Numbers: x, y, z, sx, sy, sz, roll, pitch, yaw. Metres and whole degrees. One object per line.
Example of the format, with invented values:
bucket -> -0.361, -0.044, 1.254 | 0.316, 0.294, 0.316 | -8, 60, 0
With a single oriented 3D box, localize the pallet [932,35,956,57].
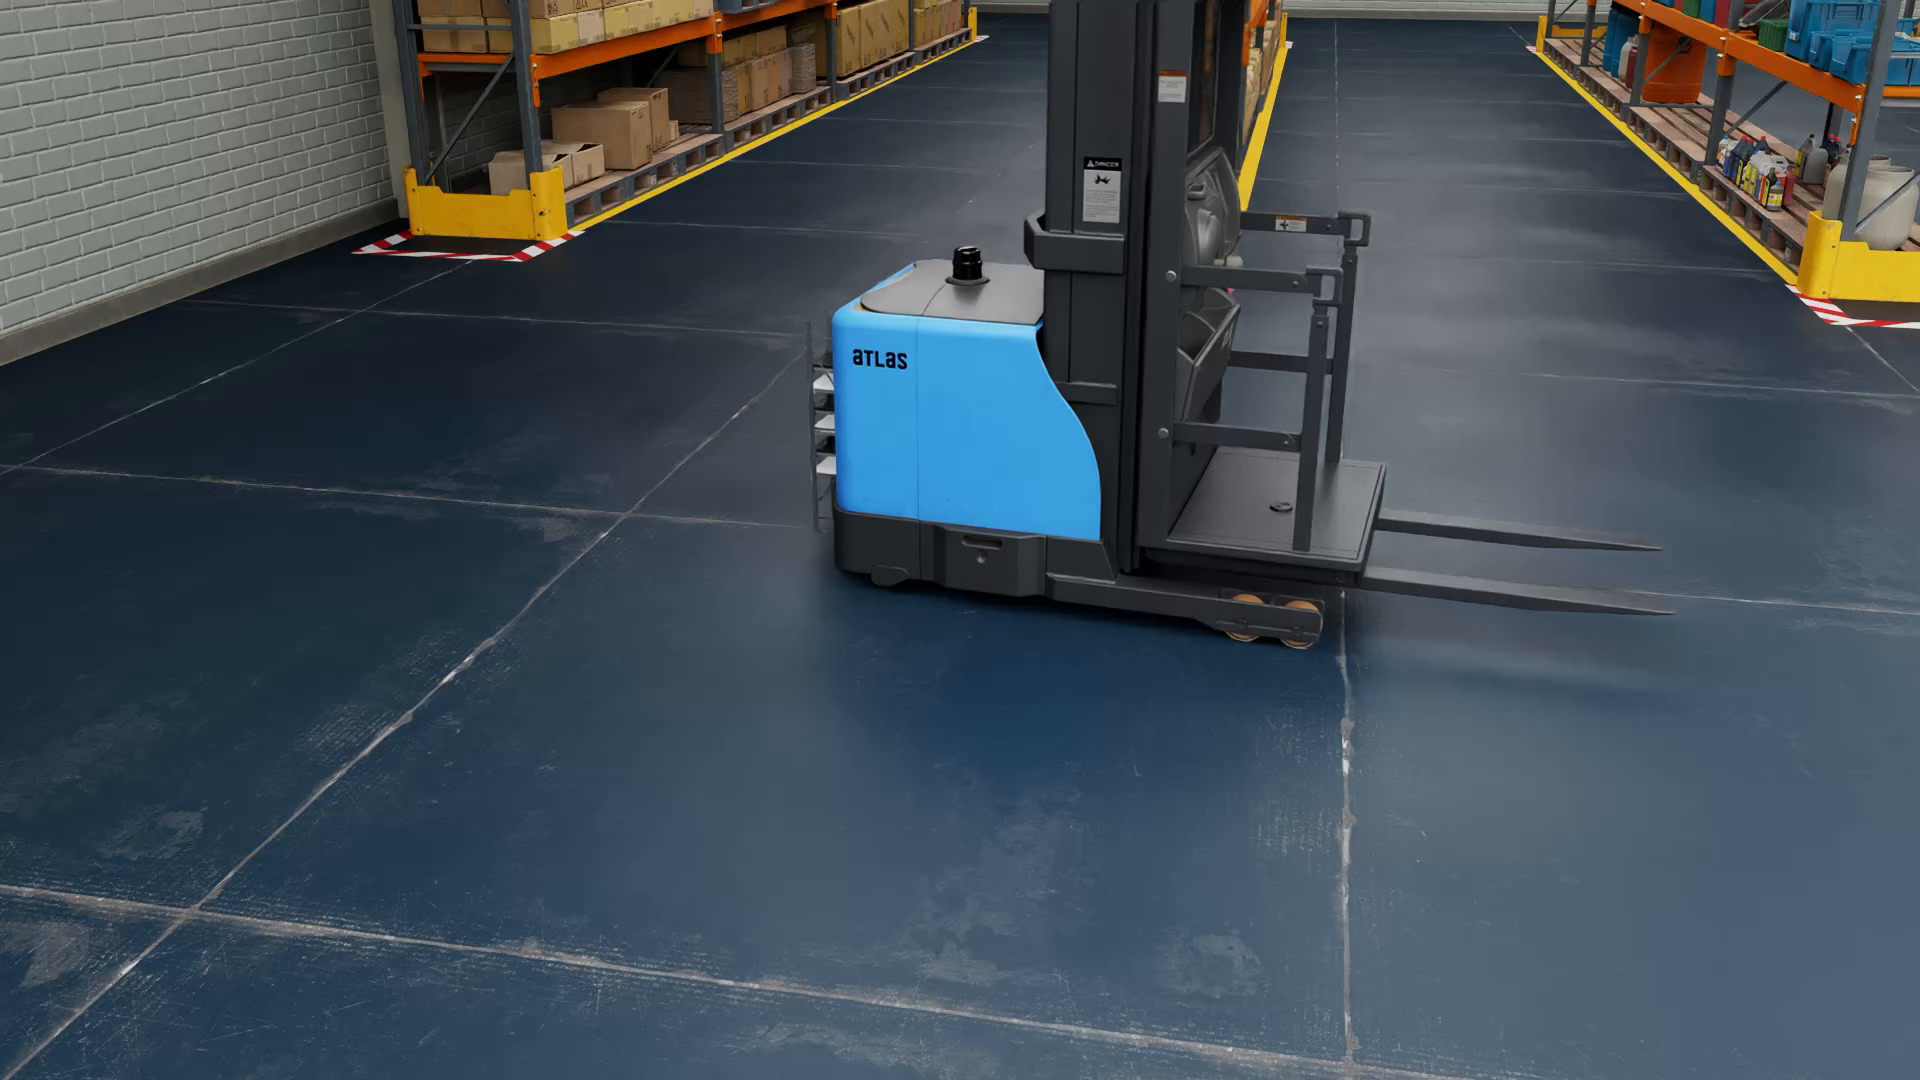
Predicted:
pallet -> -0.667, -7.510, 25.219 | 1.003, 0.211, 1.213 | 4, 22, 11

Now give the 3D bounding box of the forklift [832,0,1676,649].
forklift -> 1.090, -1.197, 5.901 | 3.031, 2.935, 1.130 | 7, 23, 17

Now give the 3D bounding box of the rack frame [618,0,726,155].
rack frame -> -2.778, -5.158, 15.647 | 1.000, 3.000, 0.127 | 4, 22, 11

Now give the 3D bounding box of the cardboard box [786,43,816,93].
cardboard box -> -2.058, -5.399, 19.000 | 0.700, 0.500, 0.500 | 5, 22, 12

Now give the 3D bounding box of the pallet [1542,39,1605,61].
pallet -> 9.163, -7.200, 24.448 | 1.003, 0.211, 1.213 | 4, 22, 11

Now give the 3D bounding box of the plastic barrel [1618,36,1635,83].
plastic barrel -> 8.078, -5.713, 19.793 | 0.421, 0.512, 0.421 | 0, 22, 0

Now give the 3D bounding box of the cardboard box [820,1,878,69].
cardboard box -> -1.499, -6.398, 21.039 | 0.750, 0.750, 0.750 | 4, 22, 11

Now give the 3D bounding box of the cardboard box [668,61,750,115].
cardboard box -> -2.588, -4.666, 17.182 | 0.700, 0.500, 0.500 | 4, 22, 10

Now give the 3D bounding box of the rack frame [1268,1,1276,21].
rack frame -> 3.704, -7.708, 21.977 | 1.000, 3.000, 0.127 | 4, 22, 11

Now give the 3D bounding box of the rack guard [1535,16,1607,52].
rack guard -> 9.361, -7.642, 25.160 | 1.175, 0.500, 0.348 | 4, 22, 11

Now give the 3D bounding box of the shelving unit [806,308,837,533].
shelving unit -> -0.466, -0.478, 6.834 | 0.258, 0.900, 0.210 | 7, 23, 17

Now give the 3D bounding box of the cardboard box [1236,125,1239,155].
cardboard box -> 2.191, -3.515, 14.685 | 0.500, 0.250, 0.500 | 4, 22, 11

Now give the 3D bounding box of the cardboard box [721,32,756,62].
cardboard box -> -2.455, -5.173, 17.437 | 0.500, 0.250, 0.500 | 4, 22, 9

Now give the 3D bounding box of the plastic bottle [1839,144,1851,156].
plastic bottle -> 6.966, -2.933, 13.077 | 0.144, 0.351, 0.185 | 4, 22, 11

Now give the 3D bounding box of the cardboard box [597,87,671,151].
cardboard box -> -2.951, -3.820, 15.081 | 0.500, 0.500, 0.500 | 3, 22, 7

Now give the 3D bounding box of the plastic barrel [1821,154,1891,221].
plastic barrel -> 6.266, -2.411, 11.593 | 0.421, 0.512, 0.421 | 0, 22, 0

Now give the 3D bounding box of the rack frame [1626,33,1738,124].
rack frame -> 7.736, -5.866, 17.404 | 1.000, 3.000, 0.127 | 4, 22, 11

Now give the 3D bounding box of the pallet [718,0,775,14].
pallet -> -2.480, -5.338, 16.349 | 1.003, 0.211, 1.213 | 4, 22, 11

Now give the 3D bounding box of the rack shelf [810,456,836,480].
rack shelf -> -0.465, -0.280, 6.914 | 0.258, 0.077, 0.200 | 7, 23, 17

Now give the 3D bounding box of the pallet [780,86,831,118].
pallet -> -2.123, -5.042, 19.091 | 1.003, 0.211, 1.213 | 4, 22, 11

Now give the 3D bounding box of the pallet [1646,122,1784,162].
pallet -> 7.289, -3.847, 16.124 | 1.003, 0.211, 1.213 | 4, 22, 11

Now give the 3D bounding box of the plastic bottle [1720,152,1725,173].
plastic bottle -> 6.385, -3.152, 13.821 | 0.097, 0.201, 0.097 | 0, 22, 0

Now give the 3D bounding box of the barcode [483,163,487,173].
barcode -> -3.753, -2.940, 13.136 | 0.001, 0.075, 0.075 | 4, 22, 11

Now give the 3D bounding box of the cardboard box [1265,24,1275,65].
cardboard box -> 3.775, -6.370, 21.412 | 0.500, 0.500, 0.500 | 5, 22, 11

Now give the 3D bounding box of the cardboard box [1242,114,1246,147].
cardboard box -> 2.397, -3.830, 15.467 | 0.500, 0.250, 0.500 | 4, 22, 10

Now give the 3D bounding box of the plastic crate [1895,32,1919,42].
plastic crate -> 6.837, -3.668, 12.298 | 0.530, 0.136, 0.437 | 4, 22, 11

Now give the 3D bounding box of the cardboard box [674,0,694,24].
cardboard box -> -2.688, -4.720, 14.733 | 0.500, 0.250, 0.500 | 5, 22, 11

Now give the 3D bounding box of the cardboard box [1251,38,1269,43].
cardboard box -> 3.362, -5.626, 19.565 | 0.500, 0.500, 0.500 | 4, 22, 9

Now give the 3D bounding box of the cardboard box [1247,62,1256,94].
cardboard box -> 2.712, -4.656, 16.767 | 0.500, 0.311, 0.500 | 5, 22, 12

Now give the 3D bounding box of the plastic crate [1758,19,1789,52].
plastic crate -> 6.367, -3.830, 12.632 | 0.450, 0.188, 0.662 | 4, 22, 11

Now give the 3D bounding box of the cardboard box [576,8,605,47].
cardboard box -> -3.092, -3.981, 12.896 | 0.500, 0.250, 0.500 | 4, 22, 9

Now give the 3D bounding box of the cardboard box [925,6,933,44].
cardboard box -> -0.787, -7.569, 24.415 | 0.700, 0.500, 0.500 | 4, 22, 10

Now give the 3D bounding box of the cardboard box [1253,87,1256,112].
cardboard box -> 2.812, -4.581, 17.331 | 0.500, 0.250, 0.500 | 5, 22, 12

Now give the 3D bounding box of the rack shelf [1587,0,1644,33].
rack shelf -> 8.145, -6.264, 19.354 | 1.077, 0.370, 4.000 | 4, 22, 11

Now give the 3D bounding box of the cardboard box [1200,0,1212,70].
cardboard box -> 1.363, -3.535, 11.483 | 0.700, 0.500, 0.500 | 4, 22, 11

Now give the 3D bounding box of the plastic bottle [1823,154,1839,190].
plastic bottle -> 6.860, -2.900, 13.086 | 0.061, 0.283, 0.133 | 4, 22, 11

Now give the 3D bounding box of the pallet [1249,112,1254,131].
pallet -> 2.682, -4.653, 18.126 | 1.003, 0.211, 1.213 | 4, 22, 11

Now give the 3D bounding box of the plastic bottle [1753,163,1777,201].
plastic bottle -> 6.156, -2.727, 12.666 | 0.152, 0.276, 0.135 | 4, 22, 9

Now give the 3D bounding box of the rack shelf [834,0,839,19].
rack shelf -> -1.554, -7.019, 21.230 | 1.077, 0.370, 4.000 | 4, 22, 11

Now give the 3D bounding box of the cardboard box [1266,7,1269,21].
cardboard box -> 4.083, -7.442, 24.068 | 0.797, 0.503, 0.637 | 4, 22, 11

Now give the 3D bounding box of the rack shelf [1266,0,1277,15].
rack shelf -> 3.296, -6.643, 20.295 | 1.077, 0.370, 4.000 | 4, 22, 11

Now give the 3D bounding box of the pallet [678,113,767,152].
pallet -> -2.621, -4.150, 16.875 | 1.003, 0.211, 1.213 | 4, 22, 11

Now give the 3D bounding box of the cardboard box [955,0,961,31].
cardboard box -> -0.375, -8.319, 26.278 | 0.700, 0.500, 0.500 | 4, 22, 11

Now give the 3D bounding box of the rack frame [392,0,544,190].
rack frame -> -3.595, -3.696, 12.014 | 1.000, 3.000, 0.127 | 4, 22, 11

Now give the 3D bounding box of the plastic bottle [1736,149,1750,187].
plastic bottle -> 6.236, -2.957, 13.229 | 0.061, 0.283, 0.133 | 5, 23, 13

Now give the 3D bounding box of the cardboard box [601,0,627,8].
cardboard box -> -2.981, -4.503, 13.190 | 0.500, 0.500, 0.500 | 4, 22, 9

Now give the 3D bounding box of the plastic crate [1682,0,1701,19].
plastic crate -> 6.999, -4.963, 15.446 | 0.450, 0.188, 0.662 | 4, 22, 11

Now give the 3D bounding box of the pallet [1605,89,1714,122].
pallet -> 7.857, -4.864, 18.649 | 1.003, 0.211, 1.213 | 4, 22, 11

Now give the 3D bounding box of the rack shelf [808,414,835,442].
rack shelf -> -0.466, -0.447, 6.847 | 0.258, 0.077, 0.200 | 7, 23, 17

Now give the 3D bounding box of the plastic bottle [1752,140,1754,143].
plastic bottle -> 6.491, -3.136, 13.672 | 0.061, 0.283, 0.133 | 4, 22, 11
